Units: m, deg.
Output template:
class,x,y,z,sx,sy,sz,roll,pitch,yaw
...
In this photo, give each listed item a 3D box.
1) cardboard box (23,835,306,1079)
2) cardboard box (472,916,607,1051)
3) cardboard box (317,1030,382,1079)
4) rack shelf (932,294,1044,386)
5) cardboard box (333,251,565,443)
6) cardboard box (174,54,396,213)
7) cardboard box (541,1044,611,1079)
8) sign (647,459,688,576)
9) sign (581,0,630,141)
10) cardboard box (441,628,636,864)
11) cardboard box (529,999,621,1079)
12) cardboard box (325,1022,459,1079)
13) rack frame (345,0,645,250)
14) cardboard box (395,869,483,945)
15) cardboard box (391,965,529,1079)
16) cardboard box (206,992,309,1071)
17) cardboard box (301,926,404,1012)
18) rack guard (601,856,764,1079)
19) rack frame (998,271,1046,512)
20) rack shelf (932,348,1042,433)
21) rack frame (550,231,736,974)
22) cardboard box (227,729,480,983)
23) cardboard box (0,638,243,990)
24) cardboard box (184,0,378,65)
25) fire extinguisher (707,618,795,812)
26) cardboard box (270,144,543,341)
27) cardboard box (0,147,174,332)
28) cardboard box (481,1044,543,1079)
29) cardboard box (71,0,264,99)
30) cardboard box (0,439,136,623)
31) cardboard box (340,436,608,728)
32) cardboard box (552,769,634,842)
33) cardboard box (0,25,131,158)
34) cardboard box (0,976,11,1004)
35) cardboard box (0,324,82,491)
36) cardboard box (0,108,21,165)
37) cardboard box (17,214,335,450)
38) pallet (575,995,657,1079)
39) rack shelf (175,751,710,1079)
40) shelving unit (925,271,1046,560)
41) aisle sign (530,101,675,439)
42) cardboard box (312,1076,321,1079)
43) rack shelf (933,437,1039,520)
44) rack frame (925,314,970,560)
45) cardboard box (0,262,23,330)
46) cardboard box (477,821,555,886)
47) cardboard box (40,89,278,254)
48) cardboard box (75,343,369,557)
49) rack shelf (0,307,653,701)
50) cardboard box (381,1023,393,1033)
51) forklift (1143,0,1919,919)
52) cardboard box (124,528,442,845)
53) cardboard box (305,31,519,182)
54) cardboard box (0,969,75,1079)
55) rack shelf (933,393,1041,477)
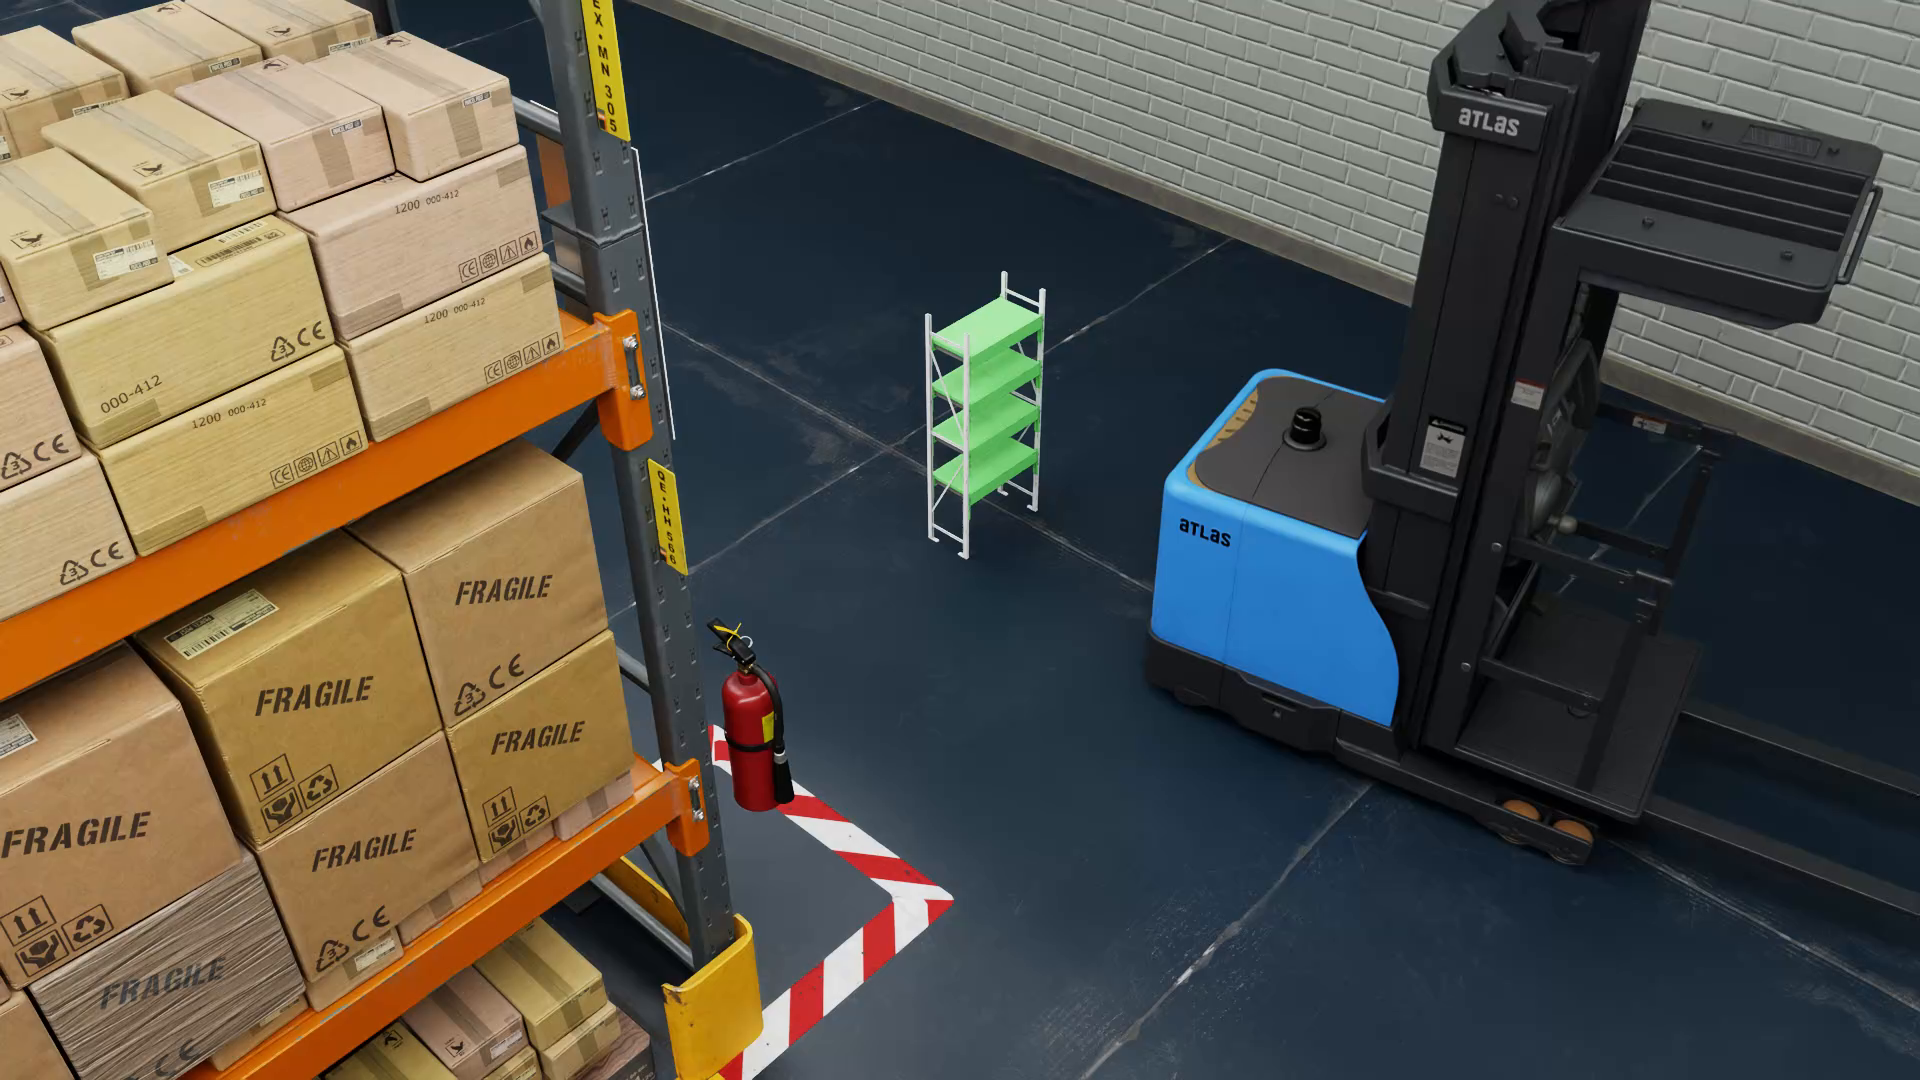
class,x,y,z,sx,sy,sz,roll,pitch,yaw
cardboard box,-1.937,0.910,3.876,0.500,0.500,0.500,30,47,32
cardboard box,-1.308,1.348,5.120,0.380,0.149,0.250,30,47,32
cardboard box,-2.007,1.500,5.168,0.380,0.149,0.250,30,47,32
rack shelf,0.112,-0.871,7.213,0.258,0.148,0.480,30,47,32
cardboard box,-1.249,-0.515,3.699,0.500,0.250,0.500,29,47,31
cardboard box,-1.368,-0.830,3.372,0.380,0.149,0.250,30,48,32
cardboard box,-1.339,1.561,5.330,0.380,0.149,0.250,30,48,33
sign,-0.742,-0.055,4.225,0.100,0.325,0.005,30,47,32
sign,-0.742,-0.998,3.474,0.100,0.325,0.005,30,47,32
cardboard box,-1.251,0.439,4.469,0.500,0.500,0.500,31,48,33
cardboard box,-1.283,1.477,5.196,0.380,0.149,0.250,28,46,31
cardboard box,-1.601,1.612,4.788,0.380,0.149,0.250,29,47,31
rack frame,-1.138,-2.068,3.121,1.000,3.000,0.127,30,47,32
cardboard box,-1.503,0.867,4.452,0.380,0.149,0.250,29,47,31
cardboard box,-1.520,1.439,5.005,0.380,0.149,0.250,31,48,33
cardboard box,-1.857,1.102,4.155,0.380,0.149,0.250,27,46,30
cardboard box,-1.658,0.994,4.292,0.380,0.149,0.250,31,48,33
rack guard,-1.189,1.293,5.722,1.175,0.500,0.348,30,47,32
rack frame,0.276,-0.658,7.613,0.240,1.200,0.015,30,47,32
rack shelf,0.112,-0.684,7.363,0.258,0.148,0.480,30,47,32
rack frame,-1.138,0.280,4.988,1.000,3.000,0.127,30,47,32
cardboard box,-1.602,0.673,4.174,0.500,0.500,0.500,29,47,31
cardboard box,-1.949,0.523,3.559,0.500,0.500,0.500,-32,48,-33
cardboard box,-1.525,-1.134,3.754,0.380,0.149,0.250,29,47,32
fire extinguisher,-0.627,0.534,5.030,0.296,0.674,0.183,30,47,32
cardboard box,-1.261,-0.713,3.545,0.500,0.250,0.500,28,46,31
cardboard box,-1.655,-0.554,3.025,0.380,0.149,0.250,30,48,32
cardboard box,-1.499,1.575,5.074,0.380,0.149,0.250,28,47,31
cardboard box,-1.710,-1.024,3.617,0.380,0.149,0.250,32,48,33
cardboard box,-1.933,-0.056,3.120,0.500,0.250,0.500,32,48,34
cardboard box,-1.263,0.048,4.157,0.500,0.500,0.500,29,47,31
cardboard box,-1.149,0.647,4.729,0.380,0.149,0.250,30,47,32
cardboard box,-1.947,-0.930,3.498,0.380,0.149,0.250,30,47,32
cardboard box,-2.303,0.767,3.252,0.500,0.500,0.500,28,46,31
cardboard box,-1.952,-0.243,2.954,0.500,0.250,0.500,30,48,32
cardboard box,-2.111,-0.819,3.358,0.380,0.149,0.250,30,48,32
cardboard box,-1.605,-0.477,3.249,0.500,0.250,0.500,28,46,31
pallet,-1.763,1.765,5.361,1.003,0.211,1.213,30,47,32
rack shelf,-2.487,1.480,4.056,1.077,0.370,4.000,30,47,32
shelving unit,0.112,-0.546,7.472,0.258,1.200,0.503,30,47,32
aisle sign,-0.867,-0.645,4.063,0.394,0.787,0.004,30,47,32
cardboard box,-1.822,1.704,4.672,0.380,0.149,0.250,28,46,30
rack shelf,0.112,-0.308,7.661,0.258,0.148,0.480,30,47,32
rack frame,-0.053,-0.434,7.331,0.240,1.200,0.015,30,47,32
cardboard box,-1.870,-0.463,2.910,0.380,0.149,0.250,29,47,31
cardboard box,-1.345,0.745,4.605,0.380,0.149,0.250,30,47,32
cardboard box,-1.556,-0.721,3.235,0.380,0.149,0.250,28,46,31
cardboard box,-1.588,-0.278,3.400,0.500,0.250,0.500,30,47,32
rack shelf,-2.487,0.306,3.123,1.077,0.370,4.000,30,47,32
cardboard box,-1.844,1.492,5.416,0.380,0.149,0.250,29,47,32
forklift,2.293,-0.314,5.790,3.031,2.935,1.130,21,43,24
cardboard box,-1.605,0.280,3.865,0.500,0.500,0.500,28,46,31
cardboard box,-1.145,-0.911,3.474,0.380,0.149,0.250,29,47,32
cardboard box,-2.281,1.135,3.593,0.500,0.500,0.500,-32,48,-33
rack shelf,0.112,-0.496,7.512,0.258,0.148,0.480,30,47,32
